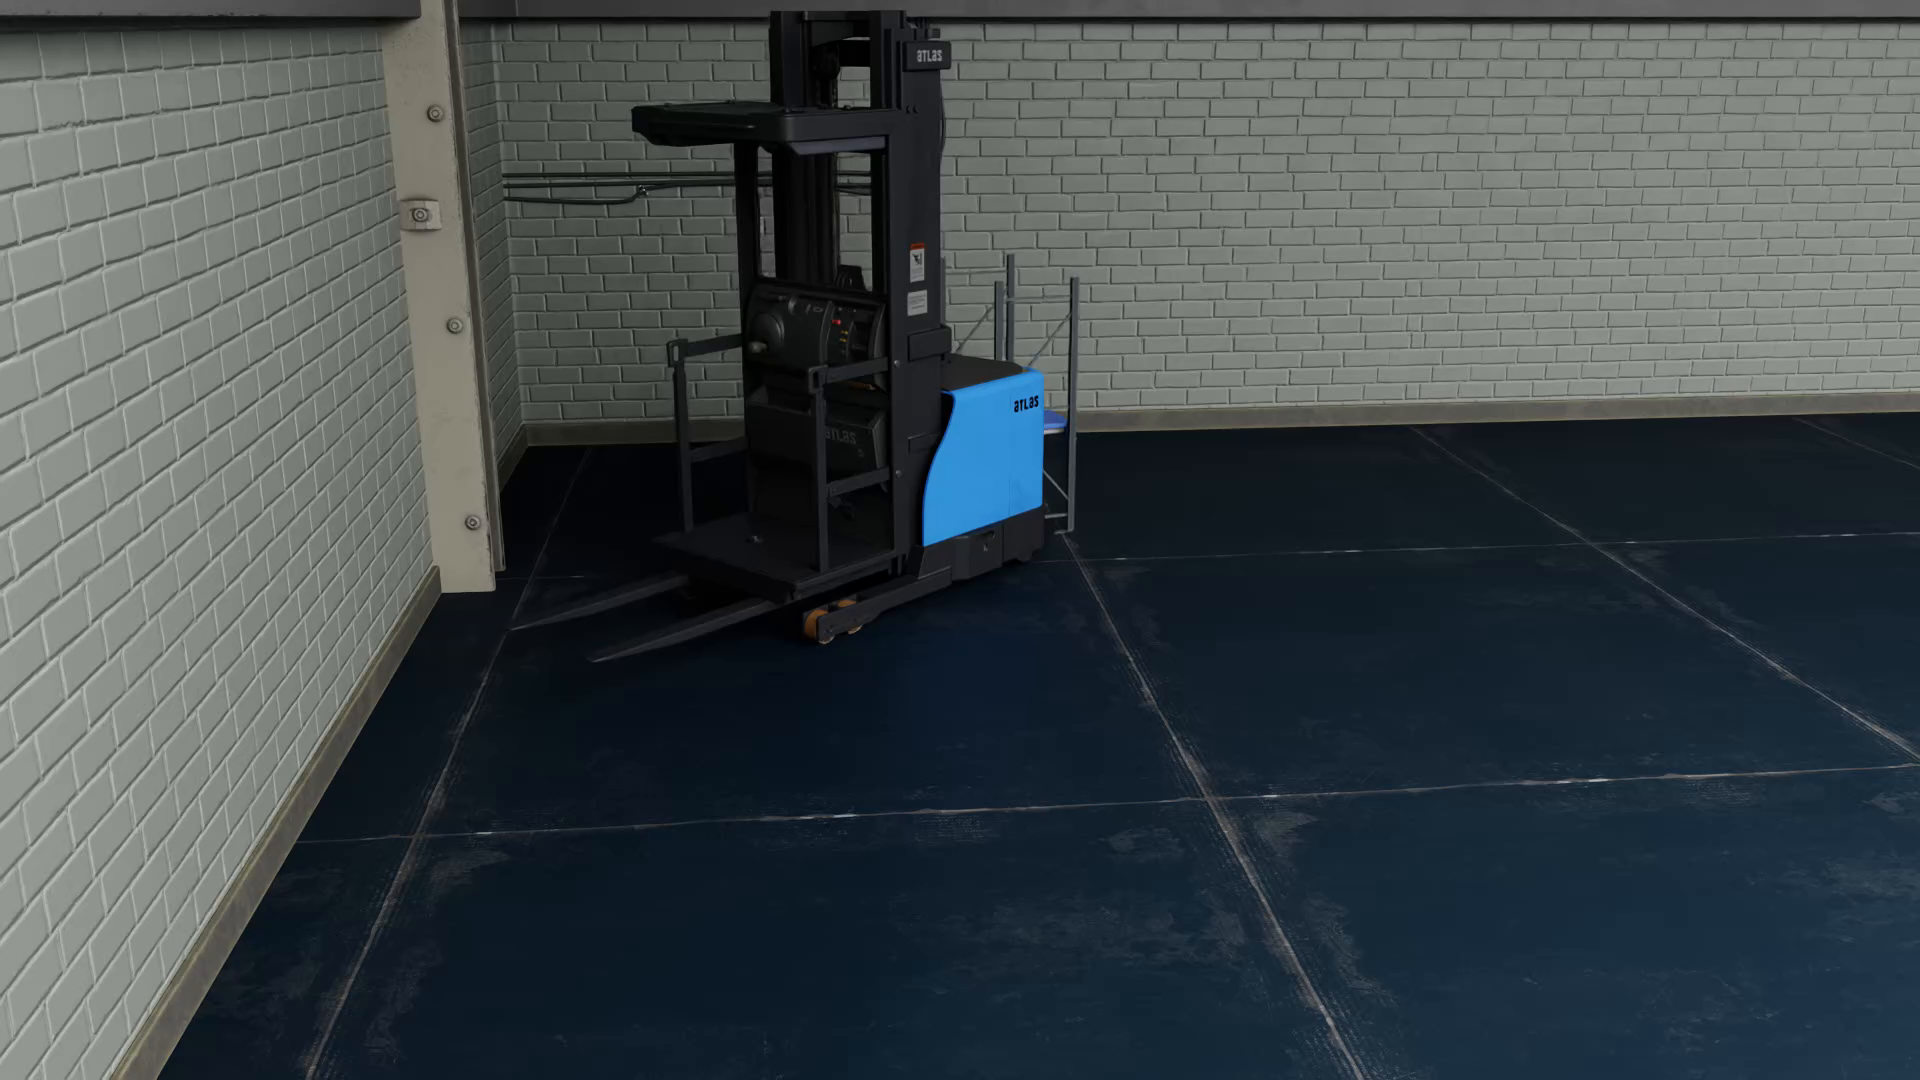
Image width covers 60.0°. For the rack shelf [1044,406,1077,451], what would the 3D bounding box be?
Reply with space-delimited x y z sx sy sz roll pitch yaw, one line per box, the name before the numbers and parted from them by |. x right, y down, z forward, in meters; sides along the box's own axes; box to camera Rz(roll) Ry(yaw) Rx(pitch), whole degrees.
rack shelf | 0.266 -0.720 10.067 0.538 0.185 1.000 -6 18 -18

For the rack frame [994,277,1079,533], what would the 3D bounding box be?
rack frame | 0.433 -0.748 9.555 0.500 1.500 0.032 -6 18 -18

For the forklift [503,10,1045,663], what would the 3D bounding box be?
forklift | -0.866 -1.063 8.171 1.130 2.935 3.031 14 22 38

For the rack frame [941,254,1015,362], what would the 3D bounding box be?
rack frame | 0.100 -1.035 10.471 0.500 1.500 0.032 -6 18 -18

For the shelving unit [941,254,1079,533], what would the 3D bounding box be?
shelving unit | 0.266 -0.892 10.013 0.538 1.500 1.048 -6 18 -18

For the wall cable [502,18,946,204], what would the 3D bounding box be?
wall cable | -1.631 -3.514 11.031 3.097 2.526 0.112 -2 18 -6

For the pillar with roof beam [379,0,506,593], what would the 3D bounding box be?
pillar with roof beam | 1.639 -4.210 8.064 9.100 9.000 0.400 -2 18 -6
